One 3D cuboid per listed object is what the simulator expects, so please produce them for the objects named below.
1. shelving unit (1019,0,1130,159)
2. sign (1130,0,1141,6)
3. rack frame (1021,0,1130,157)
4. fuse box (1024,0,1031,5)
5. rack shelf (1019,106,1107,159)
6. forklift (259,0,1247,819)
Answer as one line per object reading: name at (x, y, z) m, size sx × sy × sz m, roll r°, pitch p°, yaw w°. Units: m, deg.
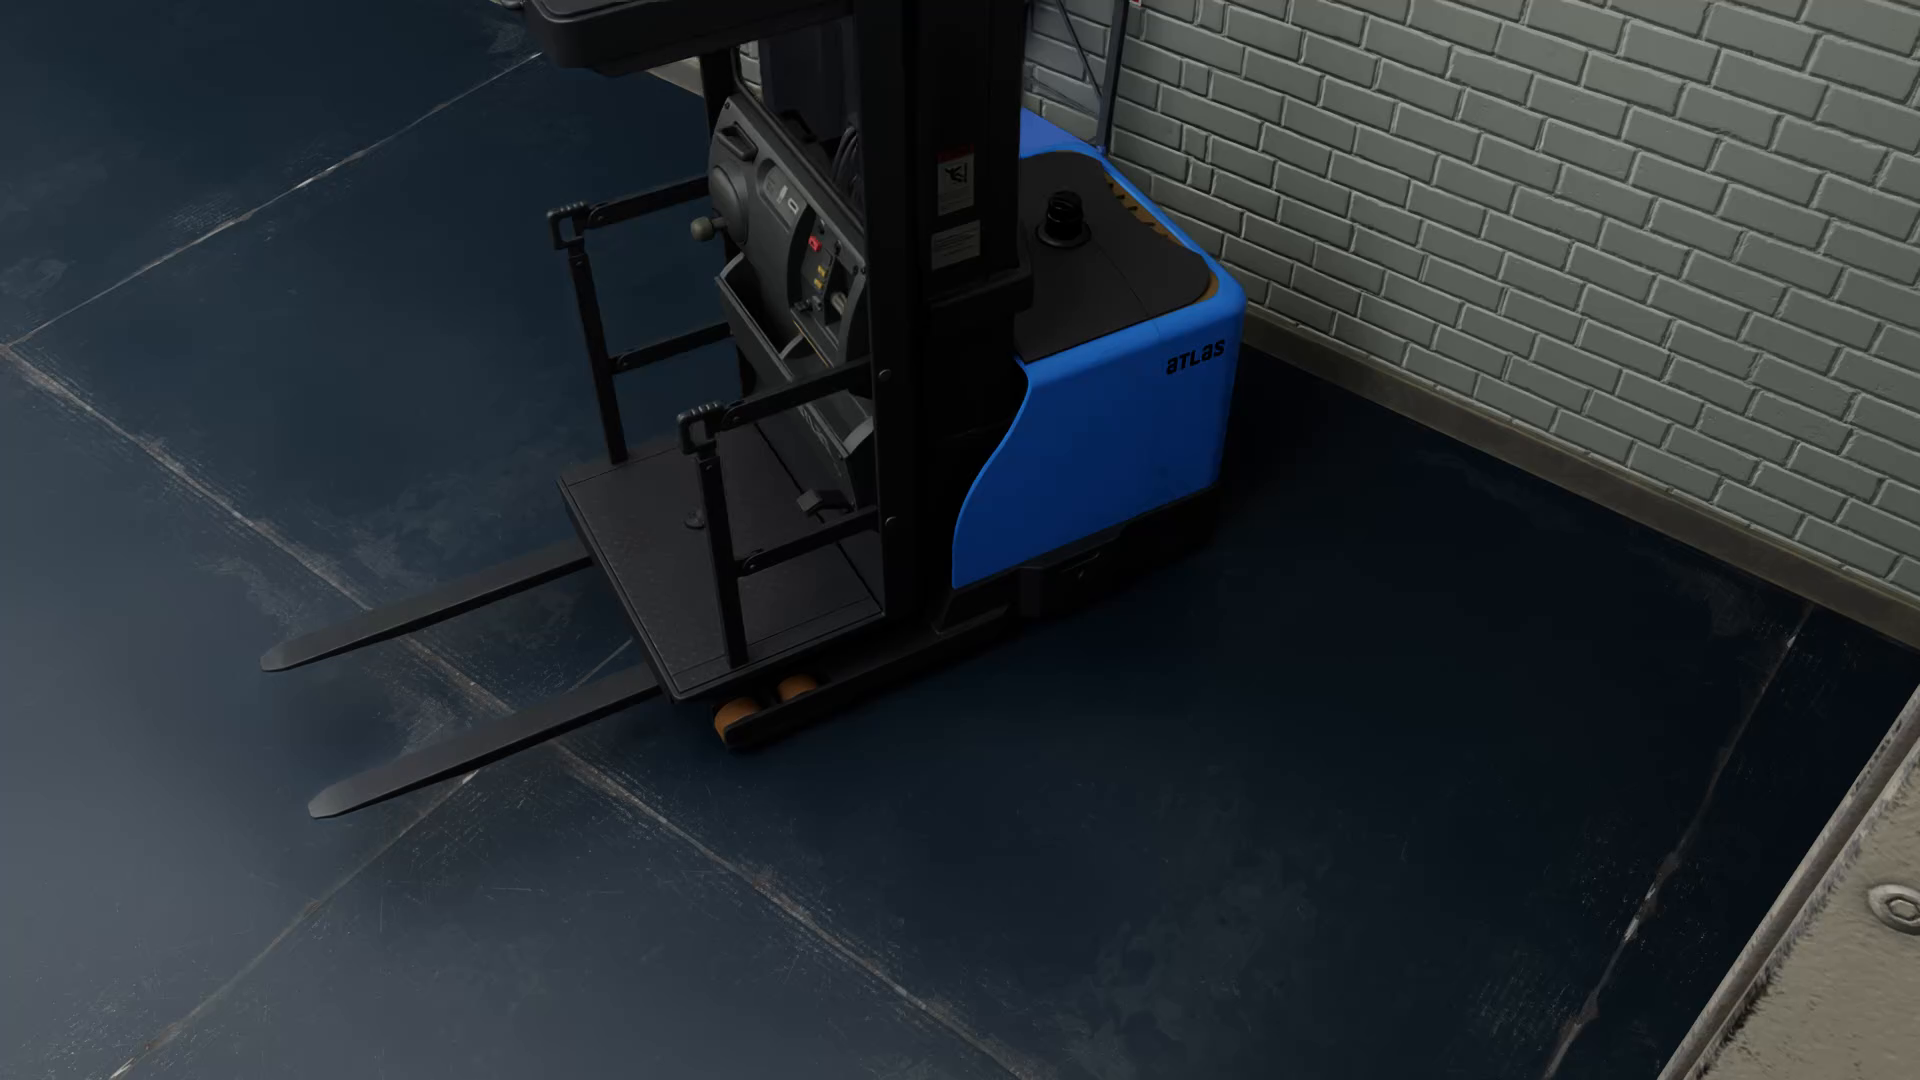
shelving unit at (0.024, -1.429, 6.038) m, size 0.538 × 1.500 × 1.048 m, roll 37°, pitch 54°, yaw 27°
sign at (0.510, -2.131, 5.777) m, size 0.329 × 0.494 × 0.001 m, roll 29°, pitch 53°, yaw 25°
rack frame at (0.378, -1.680, 6.303) m, size 0.500 × 1.500 × 0.032 m, roll 37°, pitch 54°, yaw 27°
fuse box at (-0.007, -1.819, 6.304) m, size 0.539 × 1.711 × 0.414 m, roll 29°, pitch 53°, yaw 25°
rack shelf at (0.013, -1.306, 6.169) m, size 0.538 × 0.185 × 1.000 m, roll 37°, pitch 54°, yaw 27°
forklift at (-0.661, -0.808, 4.495) m, size 3.031 × 2.935 × 1.130 m, roll -22°, pitch 50°, yaw -19°
